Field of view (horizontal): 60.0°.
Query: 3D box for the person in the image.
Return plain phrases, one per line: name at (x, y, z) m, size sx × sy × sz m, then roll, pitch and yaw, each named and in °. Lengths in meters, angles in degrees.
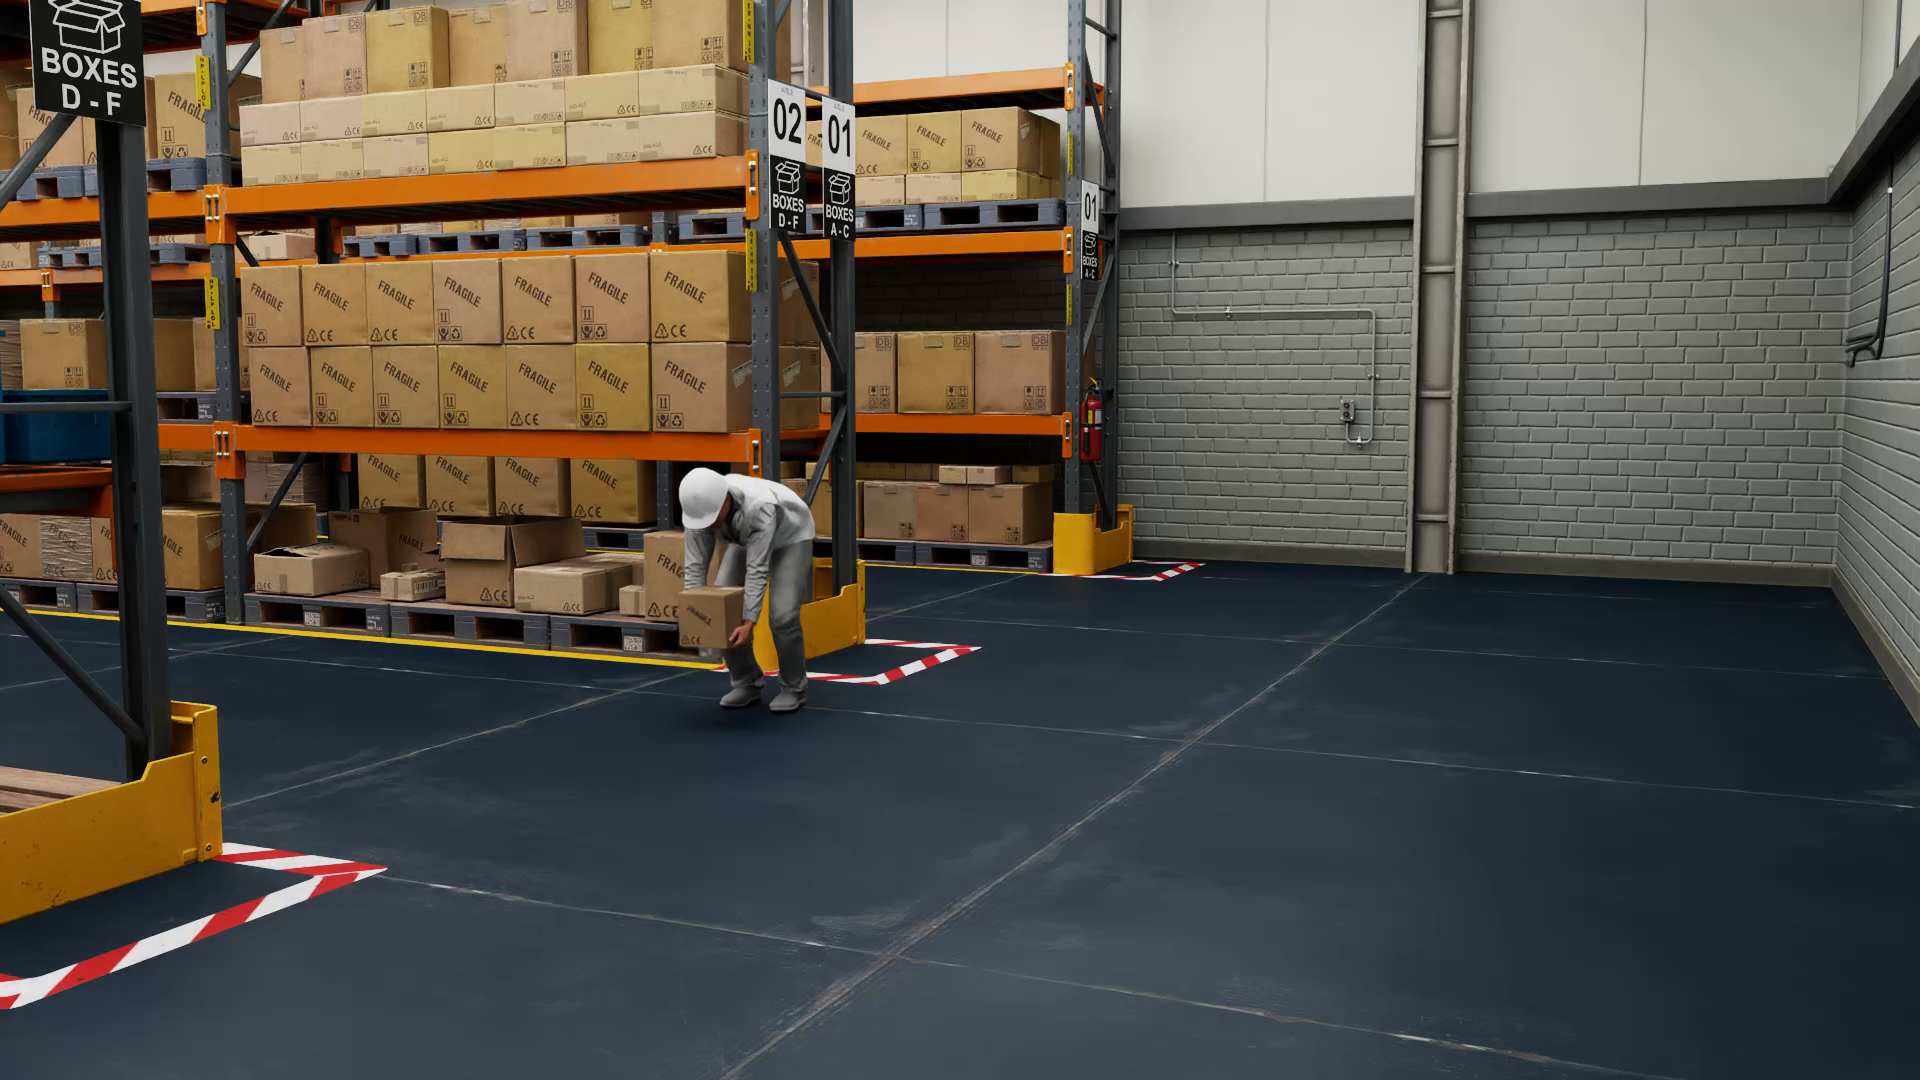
person at (-1.035, 0.238, 7.899) m, size 0.485 × 1.202 × 0.981 m, roll 2°, pitch 6°, yaw 21°
